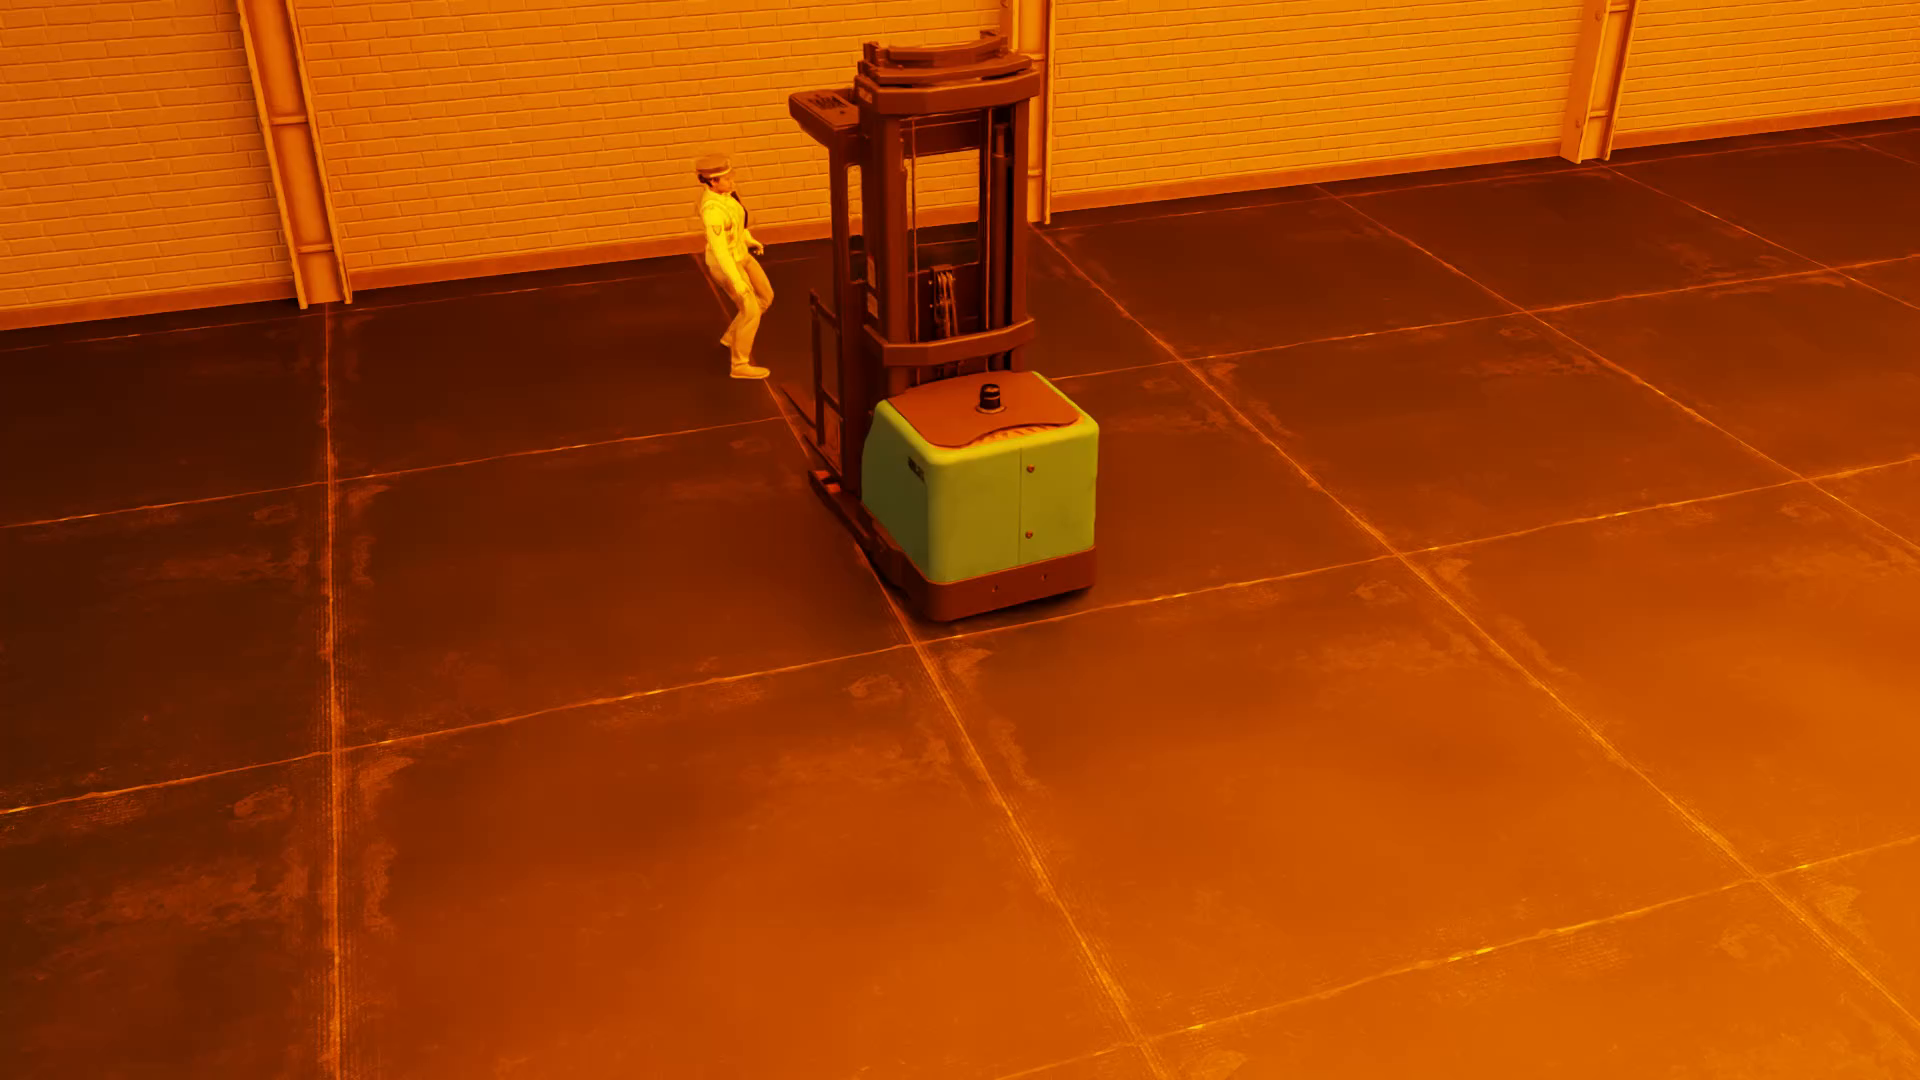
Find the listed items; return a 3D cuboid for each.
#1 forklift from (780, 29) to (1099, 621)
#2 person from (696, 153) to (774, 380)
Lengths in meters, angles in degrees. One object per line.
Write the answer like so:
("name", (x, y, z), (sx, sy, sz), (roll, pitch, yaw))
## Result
("forklift", (-0.302, -1.539, 9.762), (1.130, 2.935, 3.031), (-13, 32, -21))
("person", (-1.596, -1.976, 11.880), (0.470, 1.571, 0.743), (3, 30, 4))
